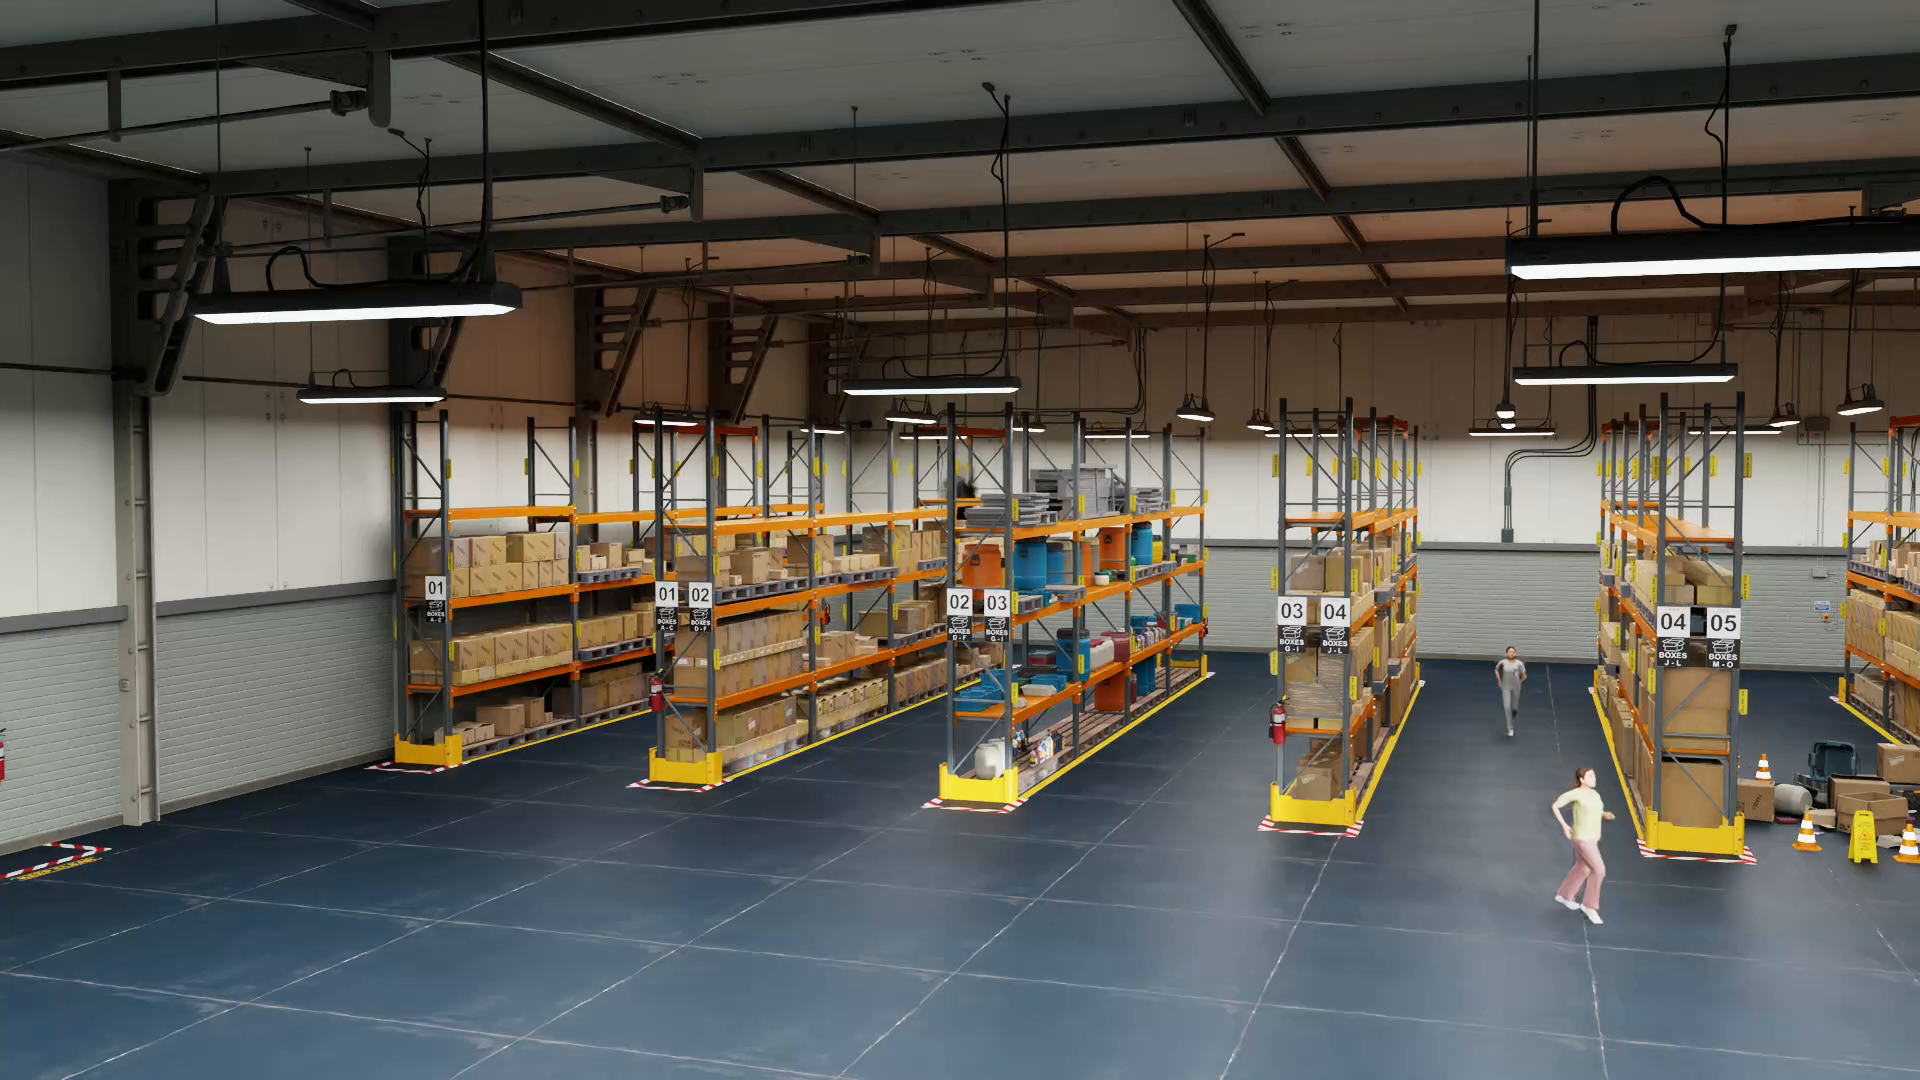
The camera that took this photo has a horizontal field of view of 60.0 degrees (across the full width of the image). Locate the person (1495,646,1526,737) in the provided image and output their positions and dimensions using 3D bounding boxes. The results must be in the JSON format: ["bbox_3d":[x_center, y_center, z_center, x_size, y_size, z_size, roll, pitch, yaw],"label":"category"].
[{"bbox_3d":[10.413,2.834,31.457,0.567,1.668,0.879,1,3,15],"label":"person"}]

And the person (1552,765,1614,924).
[{"bbox_3d":[6.953,3.370,18.532,0.544,1.725,0.732,-2,3,-38],"label":"person"}]
